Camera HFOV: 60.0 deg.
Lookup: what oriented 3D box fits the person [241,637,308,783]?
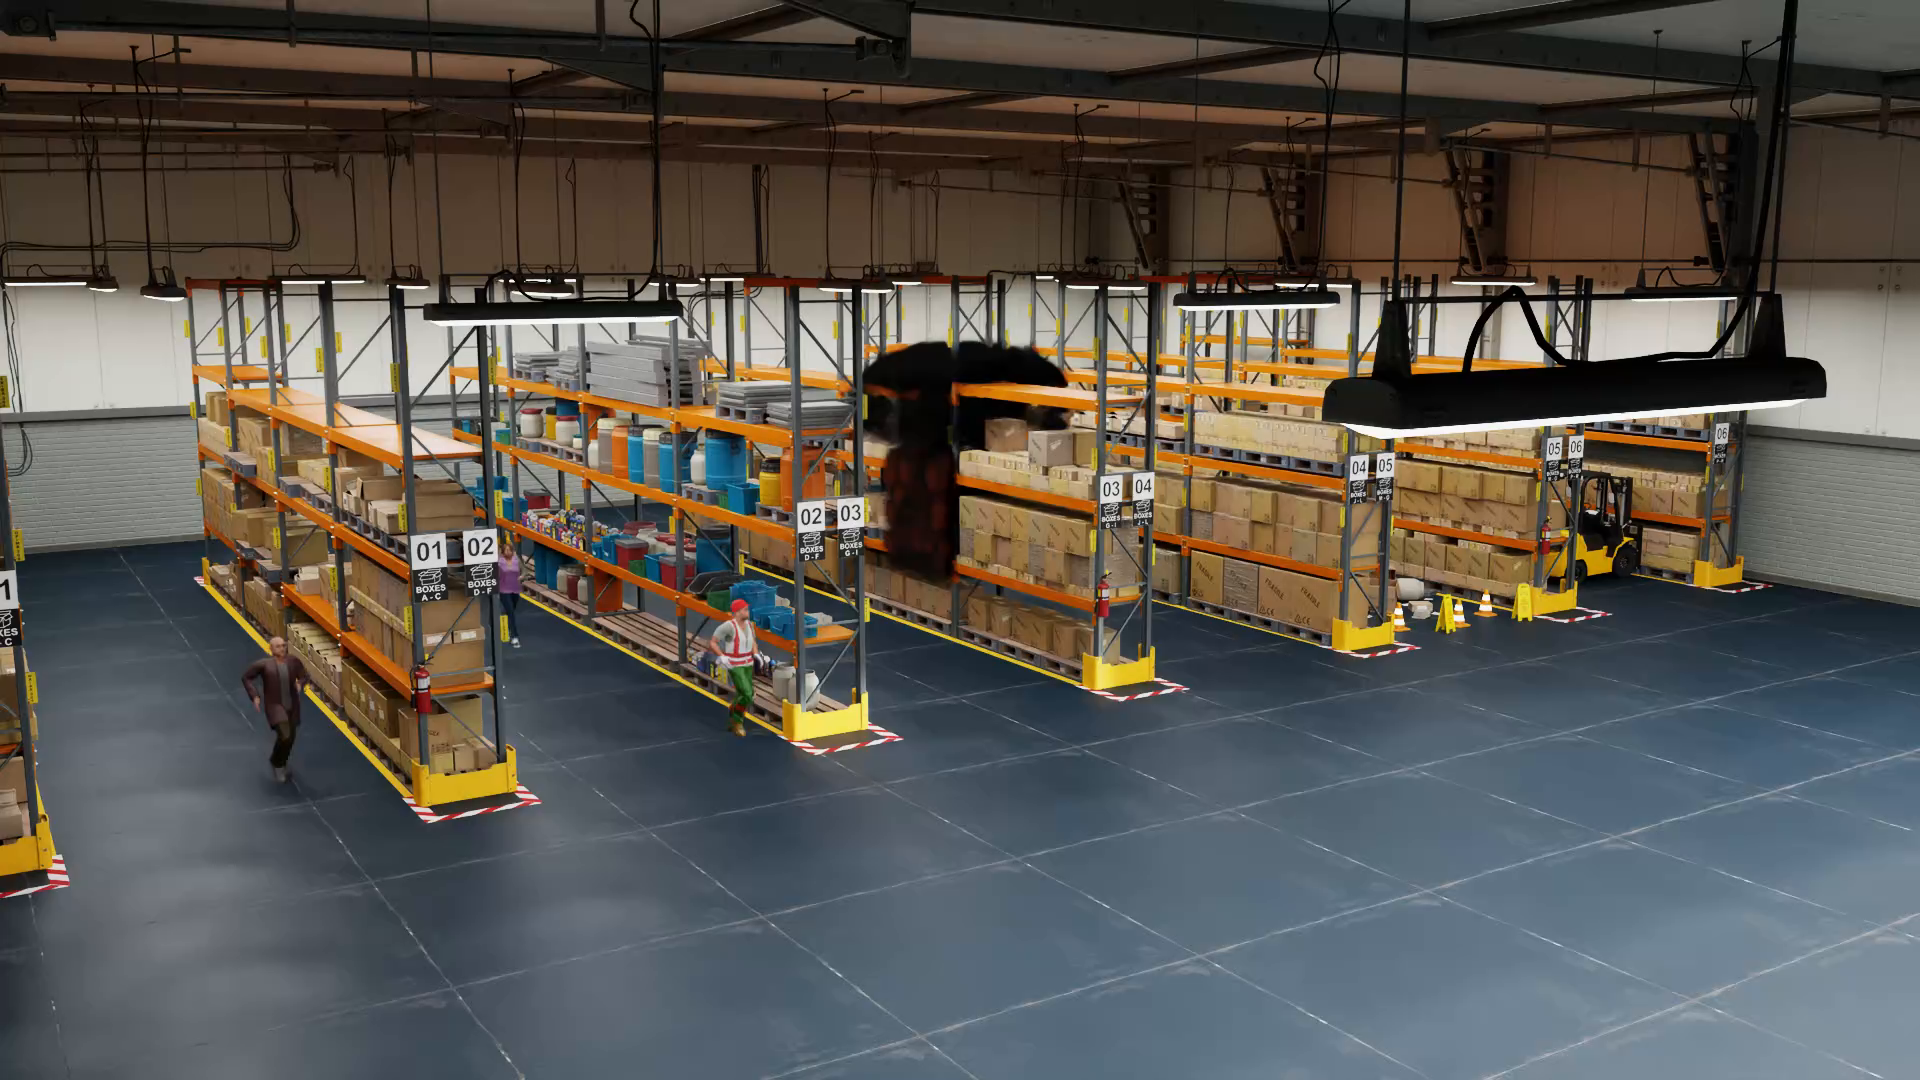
[{"bbox_3d":[-8.303,2.075,20.372,0.747,1.795,0.680,8,12,38],"label":"person"}]

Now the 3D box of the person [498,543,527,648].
[{"bbox_3d":[-7.135,0.843,26.417,0.525,1.621,0.770,-6,11,-32],"label":"person"}]

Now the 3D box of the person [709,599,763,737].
[{"bbox_3d":[-2.799,1.638,21.288,0.557,1.786,0.678,7,12,35],"label":"person"}]

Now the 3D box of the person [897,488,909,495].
[{"bbox_3d":[-1.235,-0.335,34.219,0.650,1.547,0.743,-5,11,-26],"label":"person"}]

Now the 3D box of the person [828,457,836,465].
[{"bbox_3d":[-3.189,-1.245,40.443,0.601,1.605,0.647,2,10,11],"label":"person"}]
